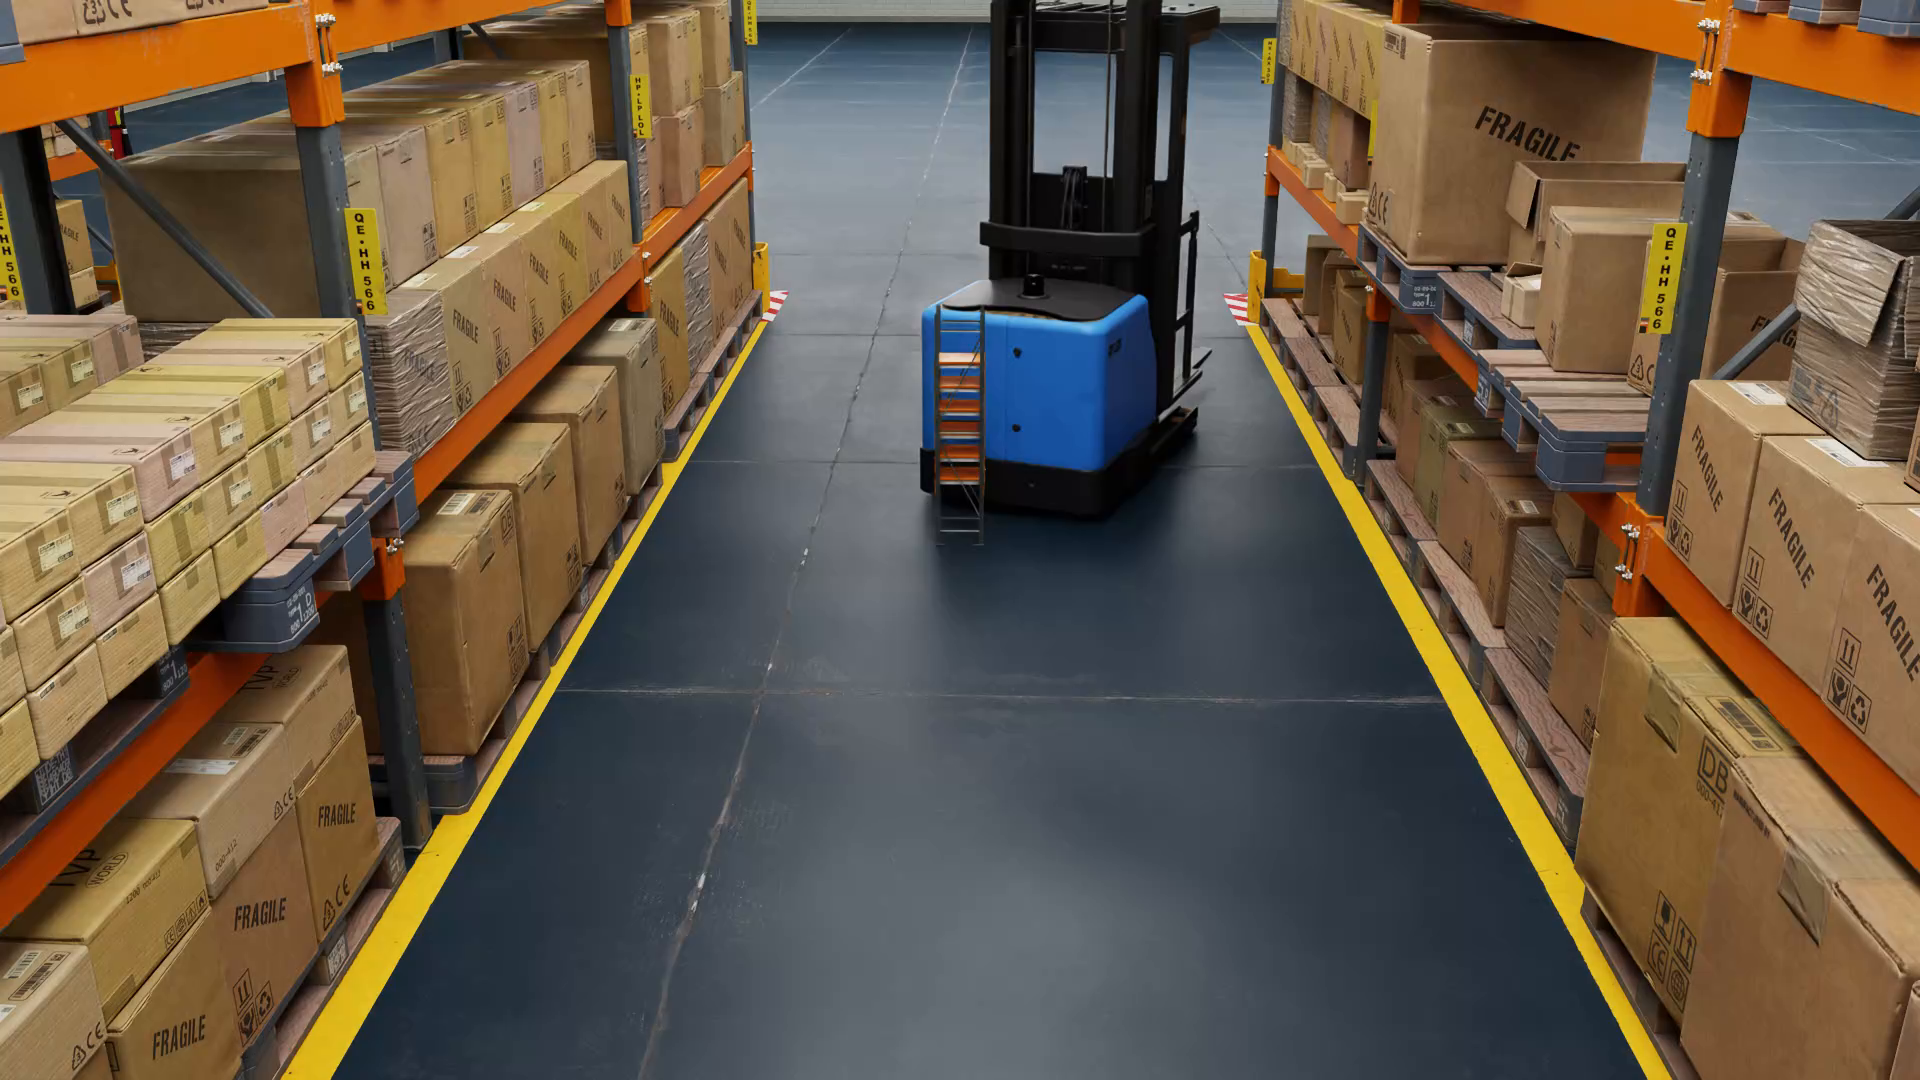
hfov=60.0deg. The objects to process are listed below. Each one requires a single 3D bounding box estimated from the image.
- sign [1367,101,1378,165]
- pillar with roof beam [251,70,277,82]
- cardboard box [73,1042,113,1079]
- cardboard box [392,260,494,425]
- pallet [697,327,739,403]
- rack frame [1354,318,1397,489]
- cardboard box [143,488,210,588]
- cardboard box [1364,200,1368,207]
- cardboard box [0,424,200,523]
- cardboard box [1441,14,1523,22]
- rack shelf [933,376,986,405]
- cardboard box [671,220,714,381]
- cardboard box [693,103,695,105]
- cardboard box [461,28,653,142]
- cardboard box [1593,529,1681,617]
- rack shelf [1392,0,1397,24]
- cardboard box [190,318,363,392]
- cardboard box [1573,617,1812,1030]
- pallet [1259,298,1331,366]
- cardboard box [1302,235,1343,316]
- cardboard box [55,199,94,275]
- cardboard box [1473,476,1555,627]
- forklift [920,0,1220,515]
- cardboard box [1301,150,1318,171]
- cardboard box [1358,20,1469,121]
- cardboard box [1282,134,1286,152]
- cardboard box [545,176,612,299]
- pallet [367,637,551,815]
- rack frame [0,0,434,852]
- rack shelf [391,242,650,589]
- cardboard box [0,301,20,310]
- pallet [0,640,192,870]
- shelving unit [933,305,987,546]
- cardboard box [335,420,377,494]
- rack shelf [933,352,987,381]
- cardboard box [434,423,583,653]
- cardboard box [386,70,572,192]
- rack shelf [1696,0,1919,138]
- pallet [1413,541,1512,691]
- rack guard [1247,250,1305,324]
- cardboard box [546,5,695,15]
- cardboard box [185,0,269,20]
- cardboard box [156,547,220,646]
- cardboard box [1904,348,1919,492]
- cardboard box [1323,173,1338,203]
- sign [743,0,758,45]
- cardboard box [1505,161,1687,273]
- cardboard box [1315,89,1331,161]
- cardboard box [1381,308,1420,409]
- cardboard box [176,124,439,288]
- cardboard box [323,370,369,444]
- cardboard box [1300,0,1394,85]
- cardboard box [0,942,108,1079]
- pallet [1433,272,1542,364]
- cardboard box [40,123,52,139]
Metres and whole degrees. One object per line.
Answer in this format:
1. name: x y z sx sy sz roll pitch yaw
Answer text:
1. sign: 2.176 -2.109 8.621 0.100 0.325 0.005 1 21 2
2. pillar with roof beam: -8.098 -12.327 27.858 9.100 9.000 0.400 1 21 2
3. cardboard box: -2.175 1.424 3.588 0.500 0.500 0.500 1 21 3
4. cardboard box: -2.061 -0.737 6.143 0.500 0.500 0.500 0 21 1
5. pallet: -2.100 -1.210 11.355 1.003 0.211 1.213 1 21 2
6. rack frame: 2.719 -1.702 8.769 1.000 3.000 0.127 1 21 2
7. cardboard box: -1.947 -0.009 3.760 0.380 0.149 0.250 0 21 1
8. cardboard box: 2.516 -1.846 9.487 0.380 0.149 0.250 1 21 2
9. cardboard box: -1.950 -0.152 3.717 0.380 0.149 0.250 1 21 2
10. cardboard box: 3.000 -2.694 9.394 0.500 0.500 0.500 1 21 2
11. rack shelf: 0.000 -0.747 8.255 0.258 0.103 0.180 1 21 2
12. cardboard box: -2.123 -1.551 10.737 0.875 0.875 0.875 1 21 2
13. cardboard box: -2.193 -2.583 10.831 0.875 0.550 0.500 1 21 2
14. cardboard box: -2.190 -2.500 9.124 0.875 0.550 0.550 1 21 2
15. cardboard box: 2.587 0.112 5.904 0.500 0.250 0.500 1 21 4
16. rack shelf: 2.779 -3.488 10.220 1.077 0.370 4.000 1 21 2
17. cardboard box: -1.914 -0.521 4.669 0.380 0.149 0.250 0 21 0
18. cardboard box: 2.555 0.788 4.708 1.225 0.875 0.875 0 21 -1
19. pallet: 2.778 -1.528 12.174 1.003 0.211 1.213 1 21 2
20. cardboard box: 2.805 -1.953 12.291 0.500 0.500 0.500 5 22 12
21. cardboard box: -6.829 -2.228 12.309 0.500 0.500 0.500 1 21 2
22. cardboard box: 2.612 0.056 7.085 0.700 0.500 0.500 2 21 6
23. forklift: 0.813 -1.997 9.623 1.130 2.935 3.031 8 23 21
24. cardboard box: 2.542 -2.570 11.352 0.380 0.149 0.250 1 21 2
25. cardboard box: 2.457 -2.519 8.944 0.500 0.500 0.500 1 21 2
26. cardboard box: 2.593 -2.931 12.283 0.380 0.149 0.250 1 21 2
27. cardboard box: -2.000 -1.466 8.021 0.500 0.500 0.500 0 21 1
28. pallet: -2.258 0.669 6.514 1.003 0.211 1.213 1 21 2
29. rack frame: -2.358 -0.347 5.277 1.000 3.000 0.127 1 21 2
30. rack shelf: -2.297 -0.735 7.270 1.077 0.370 4.000 1 21 2
31. cardboard box: -6.855 -1.500 11.468 0.500 0.250 0.500 0 21 0
32. pallet: -2.377 0.459 3.465 1.003 0.211 1.213 1 21 2
33. shelving unit: 0.000 -0.565 8.325 0.258 1.200 0.189 1 21 2
34. cardboard box: -1.913 -0.242 4.773 0.380 0.149 0.250 1 21 3
35. rack shelf: 0.000 -0.859 8.211 0.258 0.103 0.180 1 21 2
36. cardboard box: -2.226 -0.029 6.987 1.050 0.750 0.750 1 21 2
37. cardboard box: -2.259 -1.940 7.863 0.700 0.500 0.500 0 21 1
38. rack shelf: 2.536 -0.596 2.766 1.077 0.370 4.000 1 21 2
39. pallet: 2.662 0.322 7.408 1.003 0.211 1.213 1 21 2
40. rack guard: 2.838 -1.956 12.878 1.175 0.500 0.348 1 21 2
41. cardboard box: -2.242 -3.278 11.131 0.875 0.550 0.550 1 21 2
42. cardboard box: -2.121 -1.583 4.177 0.500 0.500 0.500 1 21 2
43. cardboard box: -1.948 0.128 3.819 0.380 0.149 0.250 0 21 -1
44. cardboard box: 2.536 -0.270 3.554 0.797 0.503 0.637 1 21 3
45. cardboard box: 2.492 -2.208 10.421 0.380 0.149 0.250 1 21 2
46. sign: -1.572 -3.879 12.451 0.100 0.325 0.005 1 21 2
47. cardboard box: 2.758 -1.318 7.057 0.797 0.503 0.637 3 21 7
48. cardboard box: 2.842 -2.773 10.979 0.875 0.500 0.500 1 21 2
49. cardboard box: 2.781 -1.084 10.051 0.500 0.500 0.500 8 22 19
50. cardboard box: -2.320 -1.205 5.967 0.700 0.500 0.500 0 21 1
51. cardboard box: -1.918 -0.381 4.719 0.380 0.149 0.250 1 21 3
52. cardboard box: 2.515 -3.243 10.807 0.500 0.500 0.500 1 21 2
53. cardboard box: -2.159 1.078 3.442 0.500 0.250 0.500 1 21 4
54. pallet: 2.616 -0.883 6.922 1.003 0.211 1.213 1 21 2
55. cardboard box: -6.826 -3.063 11.726 0.500 0.500 0.500 1 21 2
